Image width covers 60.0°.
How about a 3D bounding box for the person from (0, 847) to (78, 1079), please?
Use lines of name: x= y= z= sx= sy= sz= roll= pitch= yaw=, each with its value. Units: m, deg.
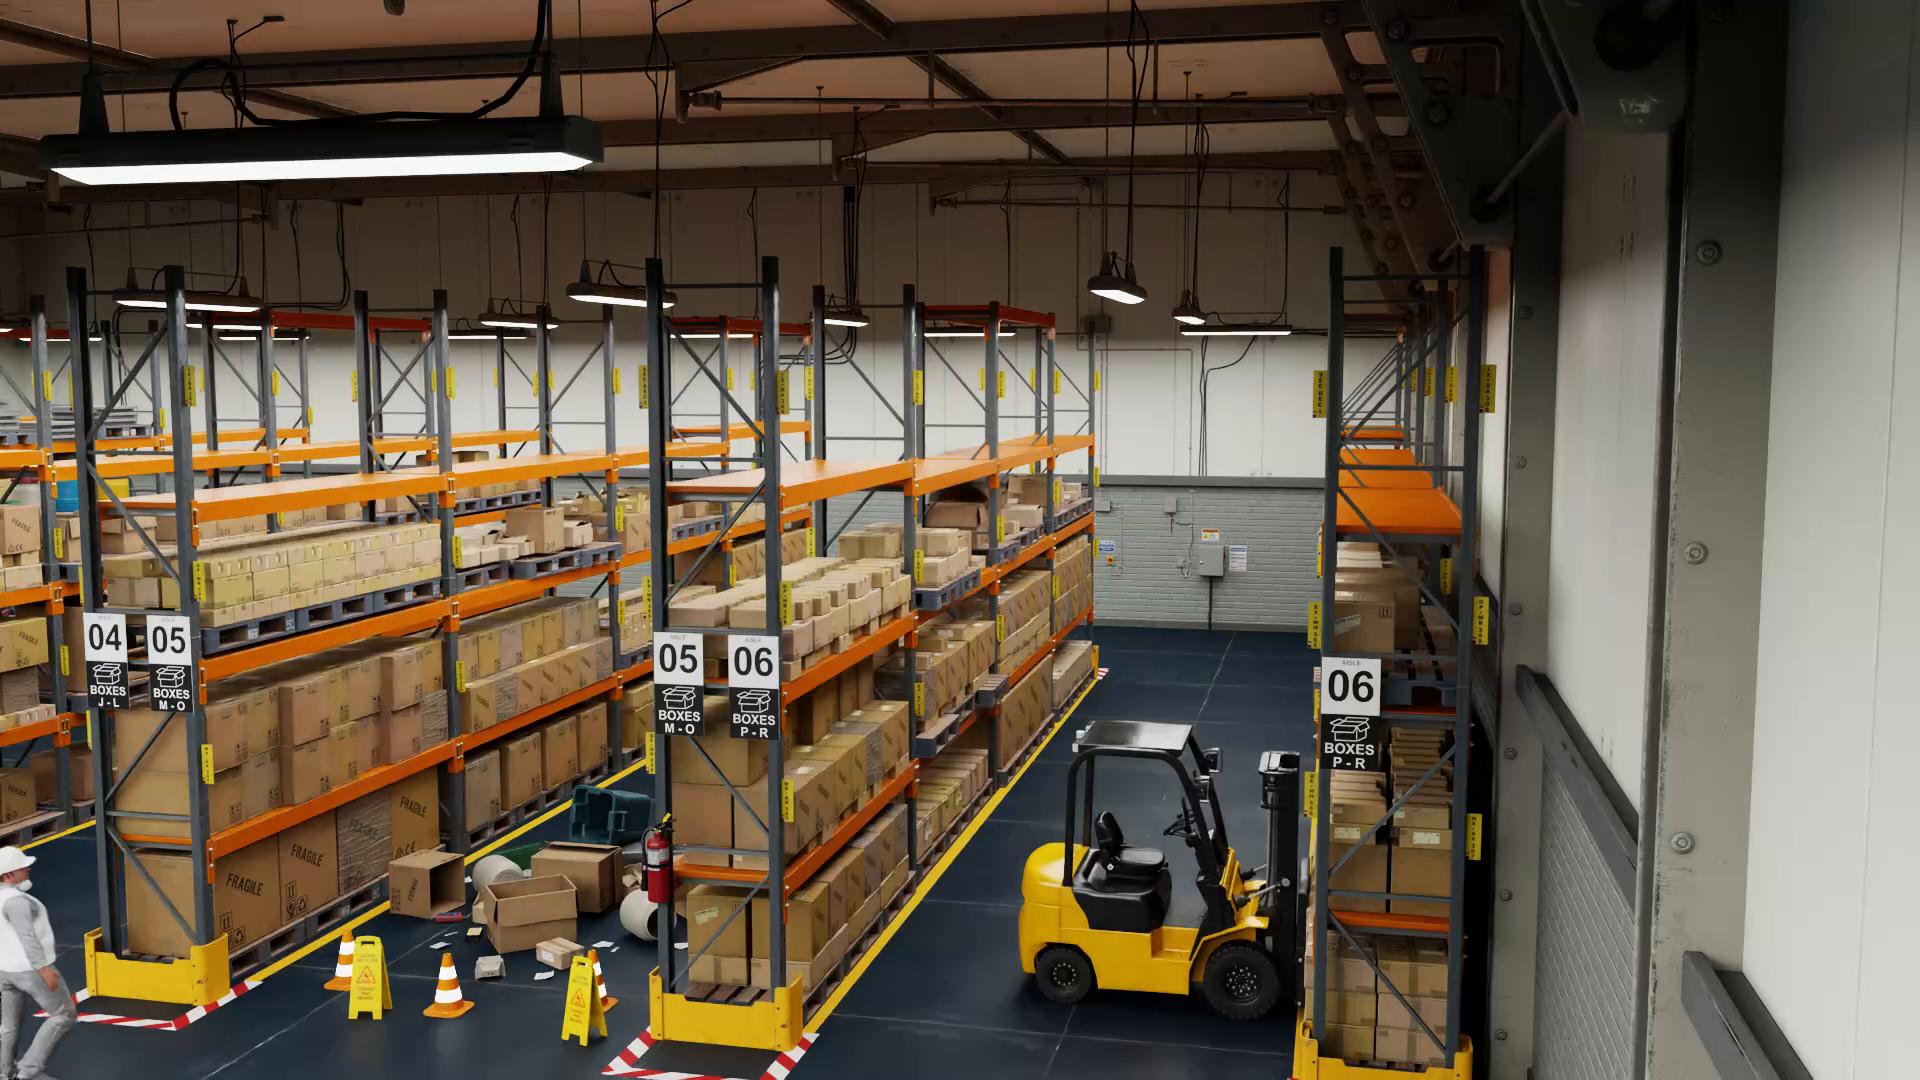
person: x=-6.741 y=3.065 z=11.962 sx=0.702 sy=1.769 sz=0.406 roll=3 pitch=7 yaw=29
